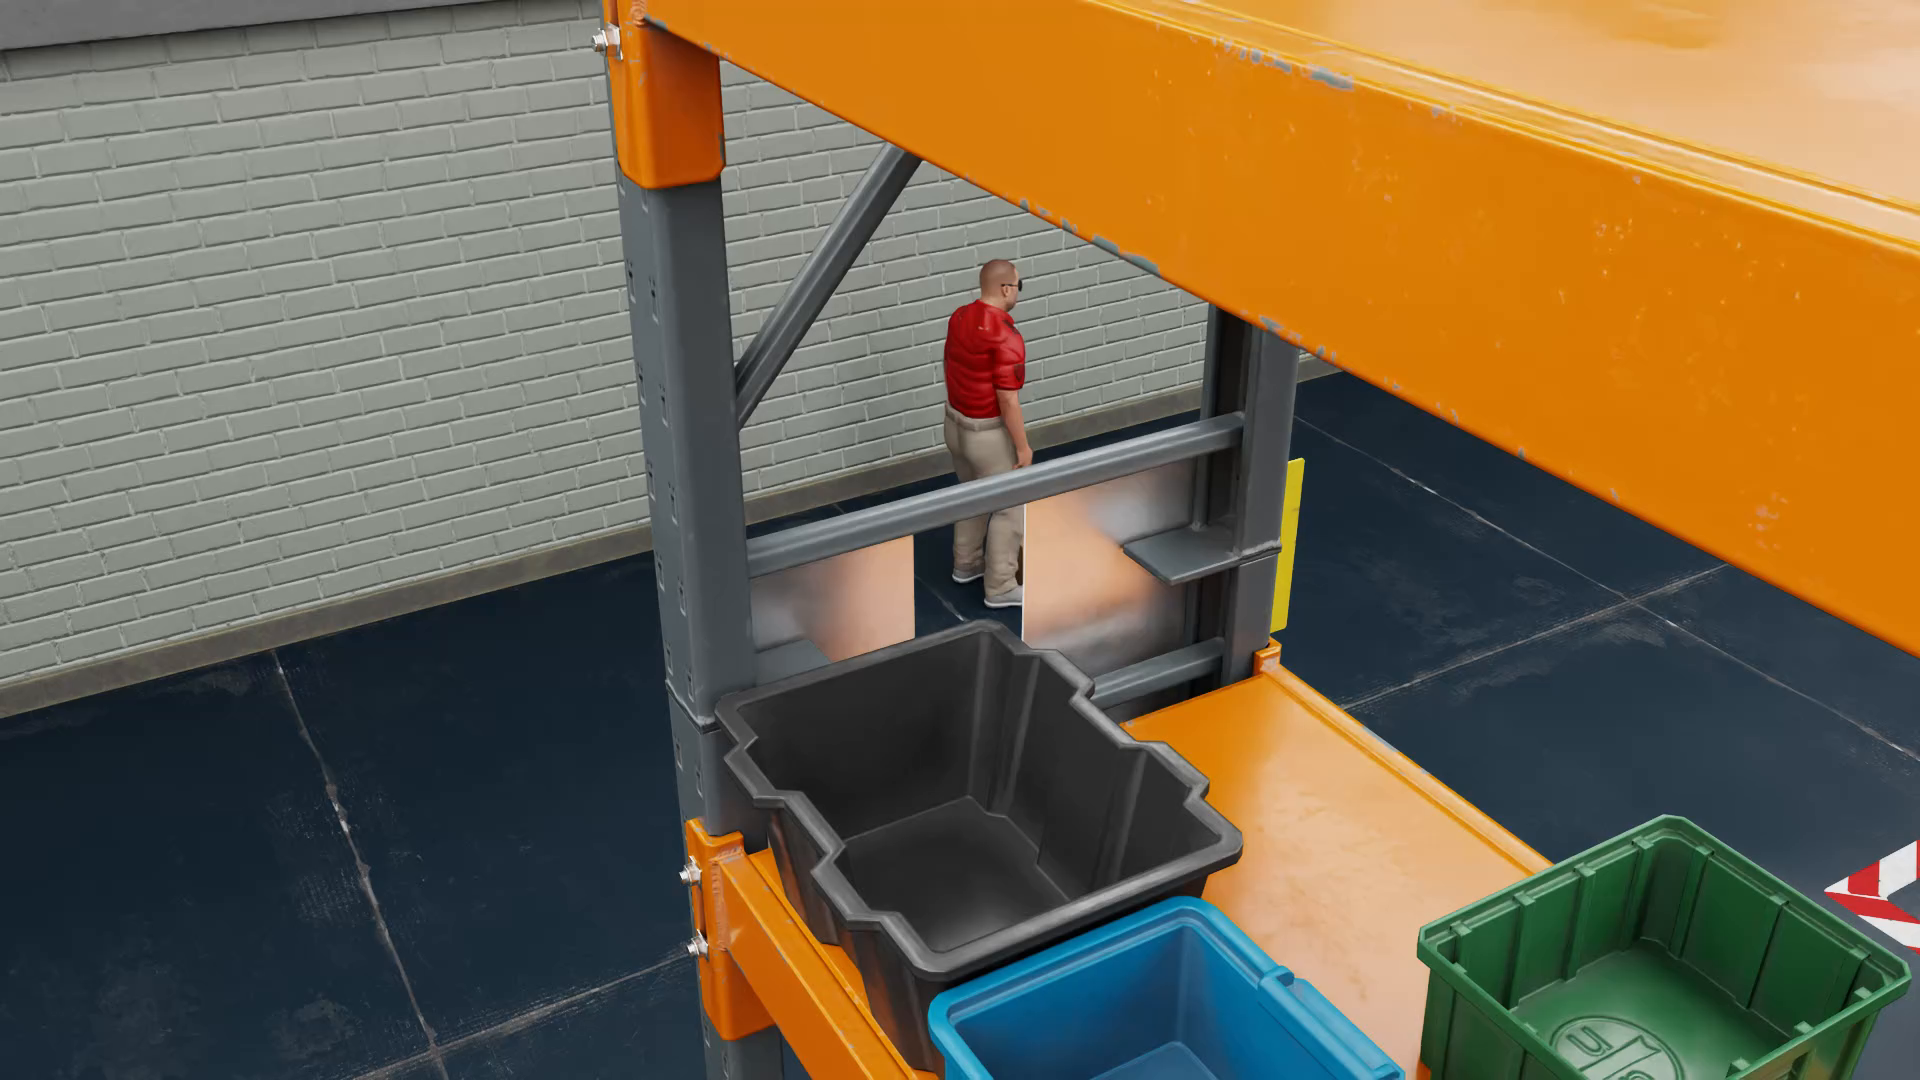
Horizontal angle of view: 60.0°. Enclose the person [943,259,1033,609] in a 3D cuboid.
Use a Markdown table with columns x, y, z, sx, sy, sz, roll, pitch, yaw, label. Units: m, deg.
| x | y | z | sx | sy | sz | roll | pitch | yaw | label |
| --- | --- | --- | --- | --- | --- | --- | --- | --- | --- |
| 0.145 | -0.519 | 8.084 | 0.393 | 1.725 | 0.584 | -17 | 33 | -28 | person |
